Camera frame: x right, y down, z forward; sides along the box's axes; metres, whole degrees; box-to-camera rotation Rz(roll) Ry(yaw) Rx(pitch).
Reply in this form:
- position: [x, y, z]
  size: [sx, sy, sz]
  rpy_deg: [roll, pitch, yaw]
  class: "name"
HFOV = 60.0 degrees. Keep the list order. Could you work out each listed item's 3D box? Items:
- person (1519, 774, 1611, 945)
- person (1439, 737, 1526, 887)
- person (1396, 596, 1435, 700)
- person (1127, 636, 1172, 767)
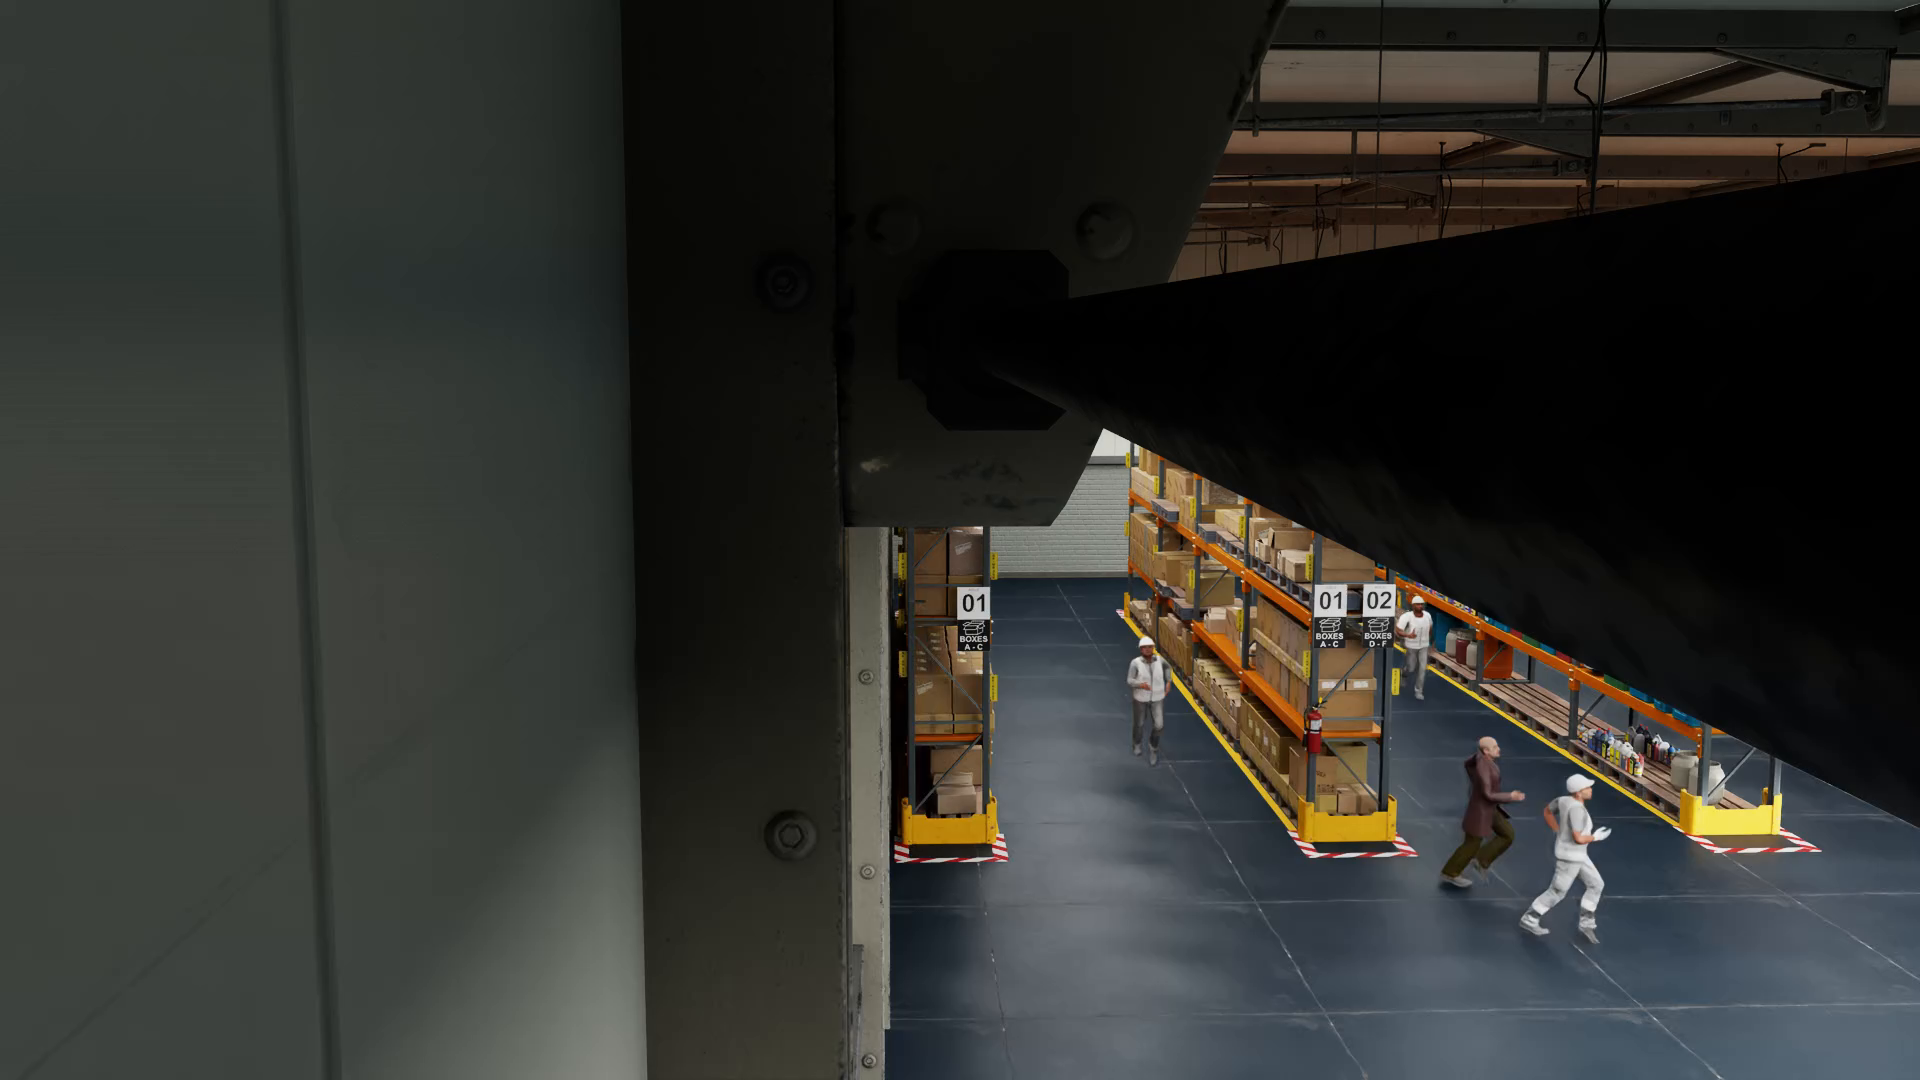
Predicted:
- position: [6.197, 3.289, 17.030]
  size: [0.838, 1.831, 0.629]
  rpy_deg: [2, 8, 19]
  class: "person"
- position: [5.914, 3.055, 18.758]
  size: [0.904, 1.738, 0.728]
  rpy_deg: [4, 8, 26]
  class: "person"
- position: [7.802, 1.817, 28.487]
  size: [0.715, 1.741, 0.822]
  rpy_deg: [-1, 7, -6]
  class: "person"
- position: [2.638, 2.239, 23.138]
  size: [0.664, 1.825, 0.839]
  rpy_deg: [0, 7, -3]
  class: "person"
